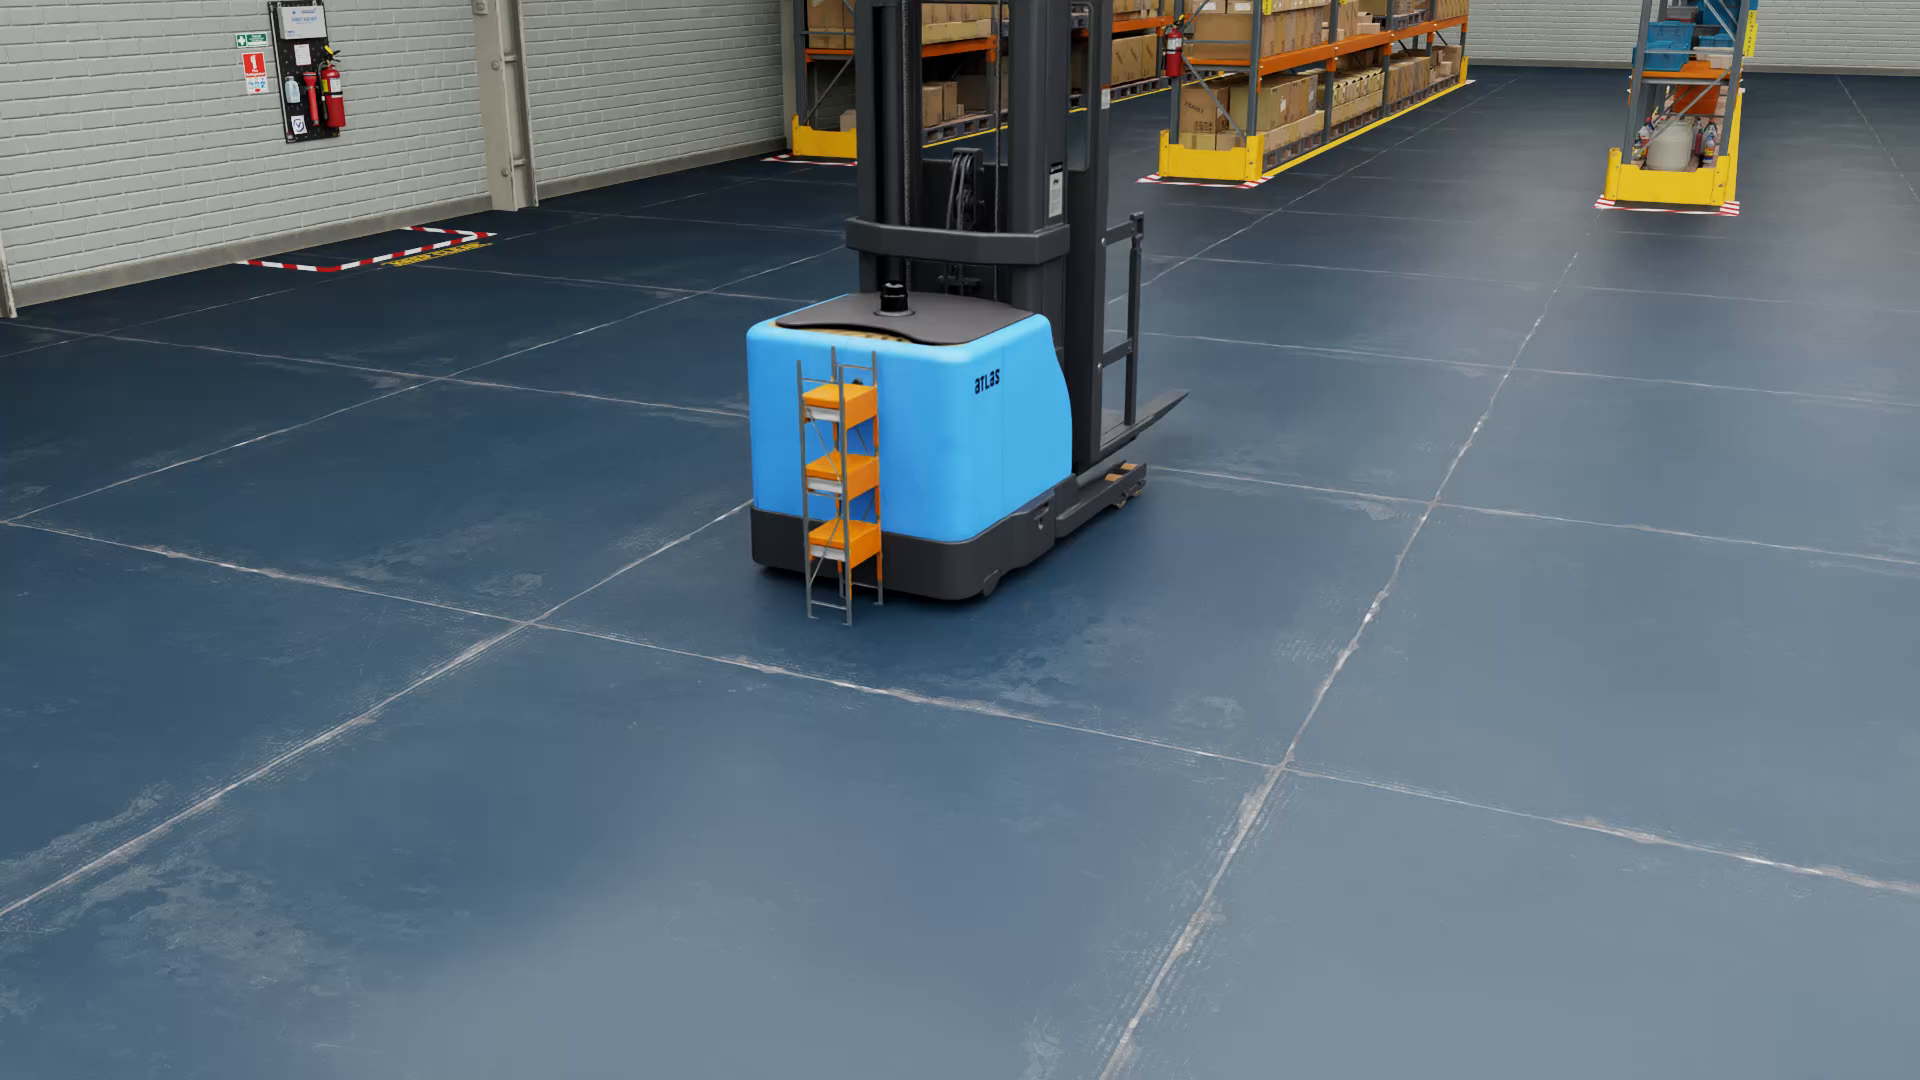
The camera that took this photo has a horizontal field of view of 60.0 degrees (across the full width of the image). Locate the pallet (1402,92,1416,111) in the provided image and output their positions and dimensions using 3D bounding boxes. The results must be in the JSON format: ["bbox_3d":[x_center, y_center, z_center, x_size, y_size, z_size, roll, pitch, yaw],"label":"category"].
[{"bbox_3d":[7.030,-7.372,27.883,1.003,0.211,1.213,9,21,23],"label":"pallet"}]

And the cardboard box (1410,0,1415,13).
[{"bbox_3d":[7.160,-9.011,27.553,0.700,0.500,0.500,3,20,9],"label":"cardboard box"}]

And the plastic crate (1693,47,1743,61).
[{"bbox_3d":[8.635,-5.532,18.942,0.530,0.136,0.437,9,21,23],"label":"plastic crate"}]

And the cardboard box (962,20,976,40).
[{"bbox_3d":[-0.099,-7.148,23.286,0.500,0.250,0.500,9,21,23],"label":"cardboard box"}]

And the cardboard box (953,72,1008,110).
[{"bbox_3d":[0.317,-6.804,25.198,0.700,0.500,0.500,9,22,25],"label":"cardboard box"}]

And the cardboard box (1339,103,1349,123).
[{"bbox_3d":[5.153,-6.016,23.386,0.500,0.250,0.500,9,22,24],"label":"cardboard box"}]

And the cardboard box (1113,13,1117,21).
[{"bbox_3d":[2.516,-9.127,29.001,0.380,0.149,0.250,9,21,24],"label":"cardboard box"}]

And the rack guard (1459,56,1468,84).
[{"bbox_3d":[9.434,-9.336,32.974,1.175,0.500,0.348,9,21,23],"label":"rack guard"}]

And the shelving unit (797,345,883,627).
[{"bbox_3d":[-0.462,-0.207,6.478,0.215,1.050,0.252,10,23,26],"label":"shelving unit"}]

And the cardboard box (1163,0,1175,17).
[{"bbox_3d":[3.543,-10.298,31.500,0.980,0.700,0.700,9,21,24],"label":"cardboard box"}]

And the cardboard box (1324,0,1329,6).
[{"bbox_3d":[4.635,-7.109,21.864,0.380,0.149,0.250,9,21,23],"label":"cardboard box"}]

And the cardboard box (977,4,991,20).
[{"bbox_3d":[0.119,-7.652,23.584,0.500,0.500,0.500,8,21,23],"label":"cardboard box"}]

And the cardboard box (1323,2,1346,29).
[{"bbox_3d":[5.096,-7.309,23.396,0.500,0.500,0.500,10,22,27],"label":"cardboard box"}]

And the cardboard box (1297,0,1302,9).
[{"bbox_3d":[4.008,-6.639,20.544,0.380,0.149,0.250,9,22,24],"label":"cardboard box"}]

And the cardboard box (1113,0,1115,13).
[{"bbox_3d":[2.324,-9.239,28.347,0.500,0.500,0.500,9,22,24],"label":"cardboard box"}]

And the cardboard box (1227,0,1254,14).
[{"bbox_3d":[3.270,-6.089,18.996,0.380,0.149,0.250,8,21,22],"label":"cardboard box"}]

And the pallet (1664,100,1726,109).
[{"bbox_3d":[11.492,-6.715,26.036,1.003,0.211,1.213,9,21,23],"label":"pallet"}]

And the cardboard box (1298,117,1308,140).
[{"bbox_3d":[4.156,-5.293,21.352,0.500,0.250,0.500,9,21,23],"label":"cardboard box"}]

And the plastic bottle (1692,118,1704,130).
[{"bbox_3d":[8.936,-4.930,20.152,0.144,0.351,0.185,9,21,23],"label":"plastic bottle"}]

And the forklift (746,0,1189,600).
[{"bbox_3d":[0.251,-1.593,7.573,1.130,2.935,3.031,10,22,26],"label":"forklift"}]

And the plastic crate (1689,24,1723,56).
[{"bbox_3d":[8.738,-6.016,20.001,0.767,0.338,0.504,9,21,23],"label":"plastic crate"}]

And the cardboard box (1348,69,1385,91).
[{"bbox_3d":[6.199,-7.064,25.495,0.500,0.311,0.500,9,22,24],"label":"cardboard box"}]

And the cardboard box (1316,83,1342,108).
[{"bbox_3d":[4.948,-6.127,22.861,0.500,0.311,0.500,9,21,23],"label":"cardboard box"}]

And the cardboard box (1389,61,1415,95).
[{"bbox_3d":[7.265,-7.695,27.702,0.500,0.500,0.500,8,21,21],"label":"cardboard box"}]

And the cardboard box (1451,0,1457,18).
[{"bbox_3d":[8.905,-9.945,30.807,0.500,0.500,0.500,8,21,22],"label":"cardboard box"}]

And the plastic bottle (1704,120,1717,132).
[{"bbox_3d":[8.989,-4.852,19.932,0.144,0.351,0.185,7,21,20],"label":"plastic bottle"}]

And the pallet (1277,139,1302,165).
[{"bbox_3d":[3.689,-4.943,21.053,1.003,0.211,1.213,9,21,23],"label":"pallet"}]

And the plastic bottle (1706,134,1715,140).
[{"bbox_3d":[8.639,-4.534,19.155,0.097,0.271,0.097,0,20,0],"label":"plastic bottle"}]

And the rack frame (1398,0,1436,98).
[{"bbox_3d":[7.827,-9.314,29.182,1.000,3.000,0.127,9,21,23],"label":"rack frame"}]

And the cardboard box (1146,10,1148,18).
[{"bbox_3d":[3.197,-9.588,30.298,0.380,0.149,0.250,9,22,24],"label":"cardboard box"}]

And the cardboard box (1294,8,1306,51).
[{"bbox_3d":[3.956,-6.464,21.019,0.700,0.500,0.500,9,21,24],"label":"cardboard box"}]

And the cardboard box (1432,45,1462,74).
[{"bbox_3d":[9.467,-9.366,32.403,0.500,0.500,0.500,9,21,23],"label":"cardboard box"}]

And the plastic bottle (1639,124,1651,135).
[{"bbox_3d":[8.032,-4.713,19.540,0.144,0.351,0.185,10,22,25],"label":"plastic bottle"}]

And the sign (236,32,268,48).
[{"bbox_3d":[-5.924,-4.184,13.914,0.001,0.109,0.331,9,21,23],"label":"sign"}]

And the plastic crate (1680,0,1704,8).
[{"bbox_3d":[12.225,-8.844,27.793,0.392,0.384,0.575,9,21,23],"label":"plastic crate"}]

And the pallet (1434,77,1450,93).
[{"bbox_3d":[8.608,-8.584,31.292,1.003,0.211,1.213,9,21,23],"label":"pallet"}]

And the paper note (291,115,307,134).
[{"bbox_3d":[-5.749,-3.613,14.466,0.016,0.148,0.142,9,21,23],"label":"paper note"}]

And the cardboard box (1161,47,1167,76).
[{"bbox_3d":[3.706,-9.227,32.042,0.700,0.500,0.500,9,21,23],"label":"cardboard box"}]

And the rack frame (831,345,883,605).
[{"bbox_3d":[-0.406,-0.245,6.579,0.200,1.050,0.008,10,23,26],"label":"rack frame"}]

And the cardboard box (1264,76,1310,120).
[{"bbox_3d":[4.144,-5.648,21.231,0.500,0.500,0.500,9,21,23],"label":"cardboard box"}]

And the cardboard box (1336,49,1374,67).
[{"bbox_3d":[6.377,-7.810,26.908,0.500,0.250,0.500,9,22,25],"label":"cardboard box"}]

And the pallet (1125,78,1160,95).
[{"bbox_3d":[3.059,-8.433,30.865,1.003,0.211,1.213,9,21,23],"label":"pallet"}]

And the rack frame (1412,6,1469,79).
[{"bbox_3d":[9.465,-10.537,32.621,1.000,3.000,0.127,9,21,23],"label":"rack frame"}]

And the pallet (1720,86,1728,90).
[{"bbox_3d":[13.109,-7.924,29.435,1.003,0.211,1.213,9,21,23],"label":"pallet"}]

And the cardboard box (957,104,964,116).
[{"bbox_3d":[-0.161,-6.252,24.143,0.380,0.166,0.250,6,20,16],"label":"cardboard box"}]

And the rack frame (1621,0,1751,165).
[{"bbox_3d":[7.431,-4.965,16.953,1.000,3.000,0.127,9,21,23],"label":"rack frame"}]

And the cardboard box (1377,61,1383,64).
[{"bbox_3d":[6.780,-7.758,27.882,0.500,0.500,0.500,8,21,21],"label":"cardboard box"}]

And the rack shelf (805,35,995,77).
[{"bbox_3d":[-0.789,-6.597,22.615,1.077,0.370,4.000,9,21,23],"label":"rack shelf"}]

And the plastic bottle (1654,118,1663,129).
[{"bbox_3d":[8.491,-4.937,20.172,0.144,0.351,0.185,9,21,23],"label":"plastic bottle"}]

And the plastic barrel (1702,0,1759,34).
[{"bbox_3d":[9.503,-6.500,20.523,0.600,0.901,0.708,9,21,23],"label":"plastic barrel"}]

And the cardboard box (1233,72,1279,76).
[{"bbox_3d":[3.878,-5.871,21.860,0.500,0.500,0.500,9,21,23],"label":"cardboard box"}]
